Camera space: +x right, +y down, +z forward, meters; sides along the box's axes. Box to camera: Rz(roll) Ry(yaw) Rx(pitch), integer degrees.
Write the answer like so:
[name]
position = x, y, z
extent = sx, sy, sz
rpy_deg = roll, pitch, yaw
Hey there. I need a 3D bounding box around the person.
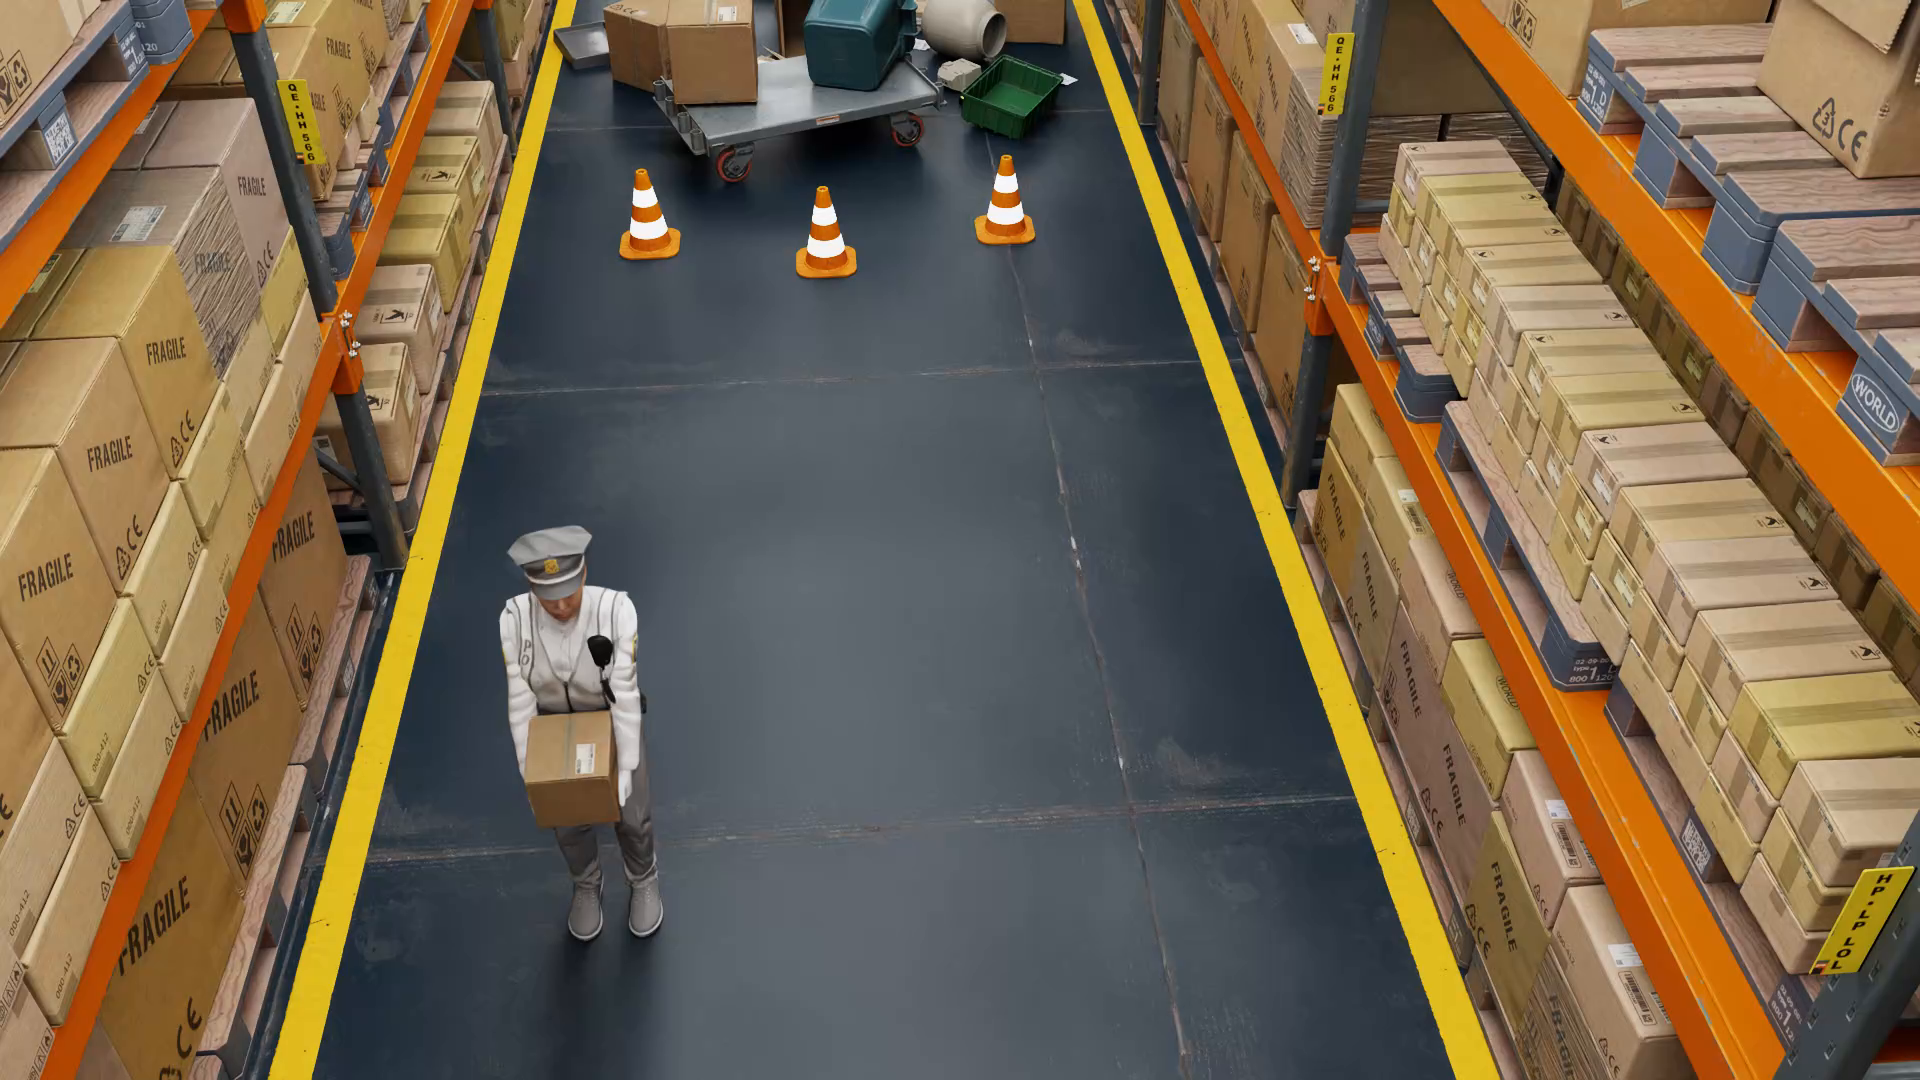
[person]
position = -1.196, 0.660, 5.348
extent = 0.416, 1.675, 0.530
rpy_deg = -4, 40, -5
